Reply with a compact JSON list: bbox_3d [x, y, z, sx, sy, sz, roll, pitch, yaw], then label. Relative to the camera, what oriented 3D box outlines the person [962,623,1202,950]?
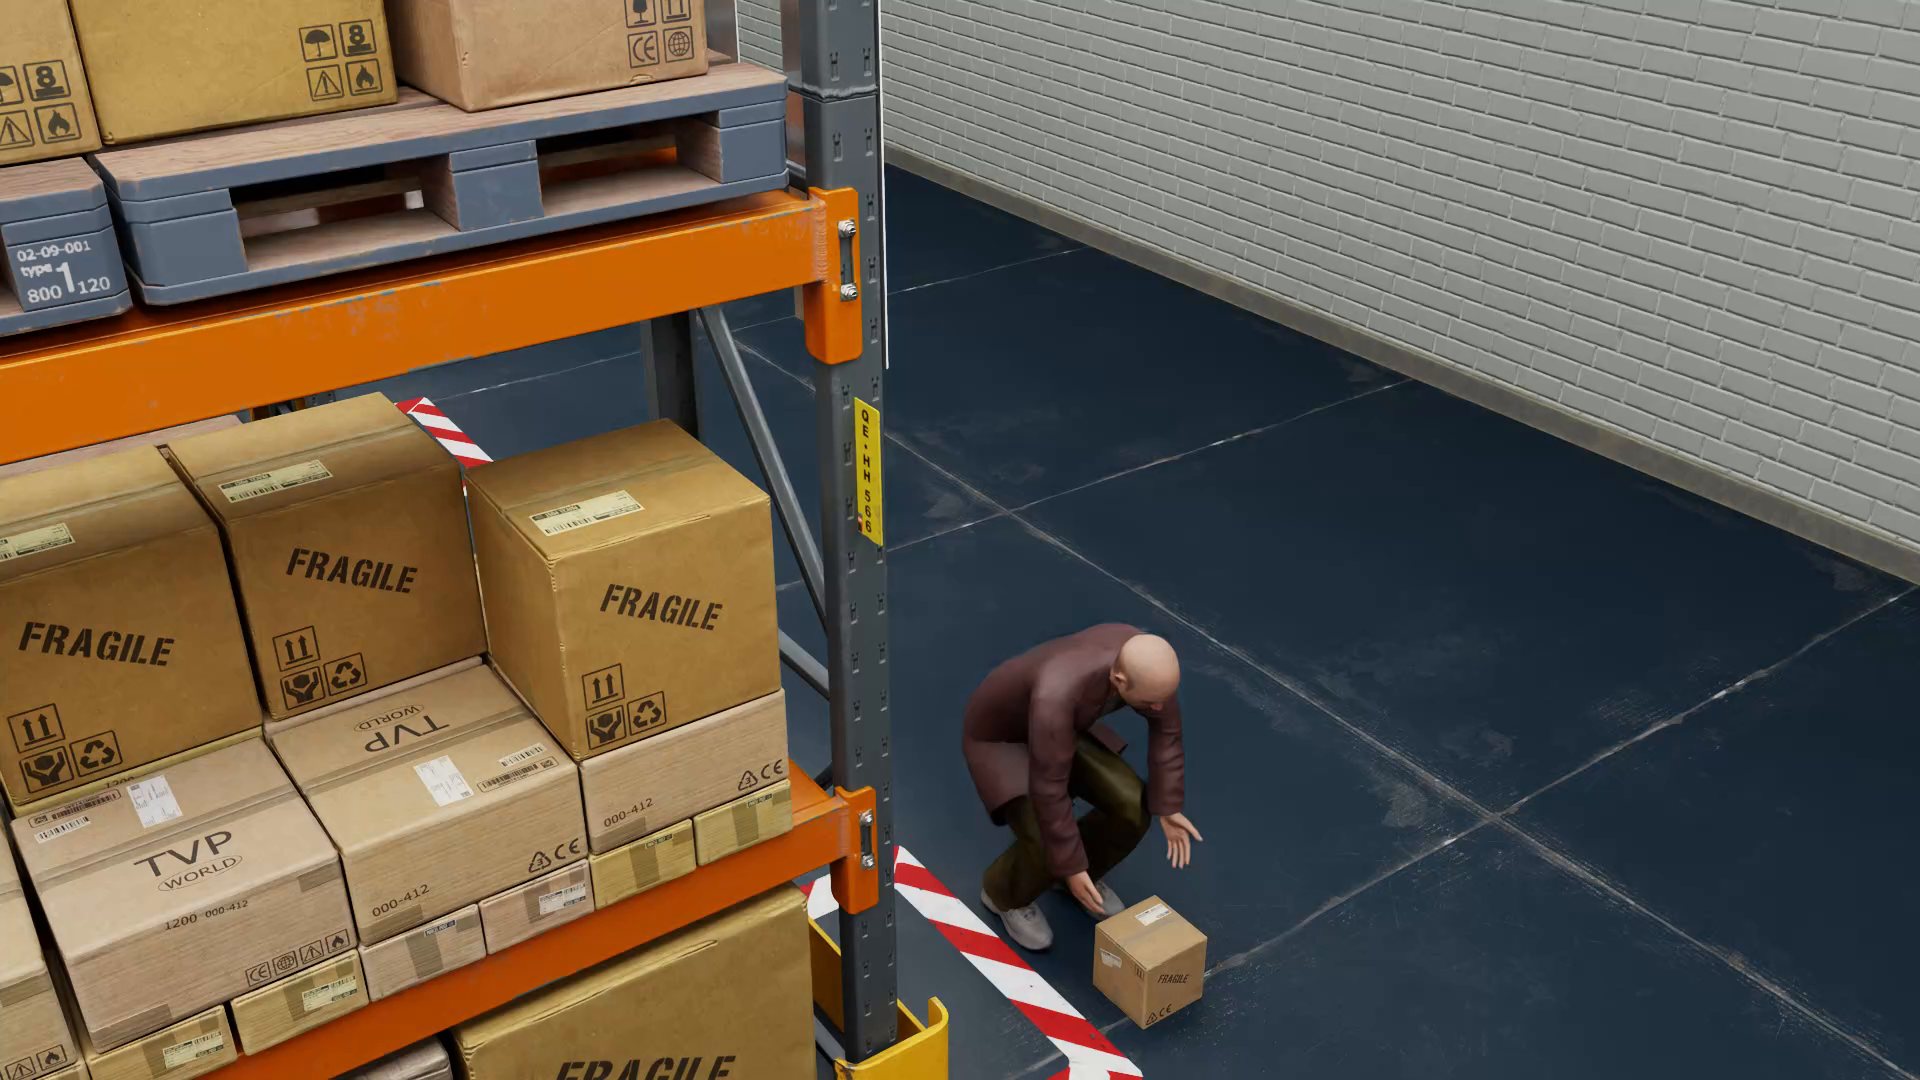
[{"bbox_3d":[0.366,0.728,5.359,0.631,1.234,0.803,-19,33,-31],"label":"person"}]
